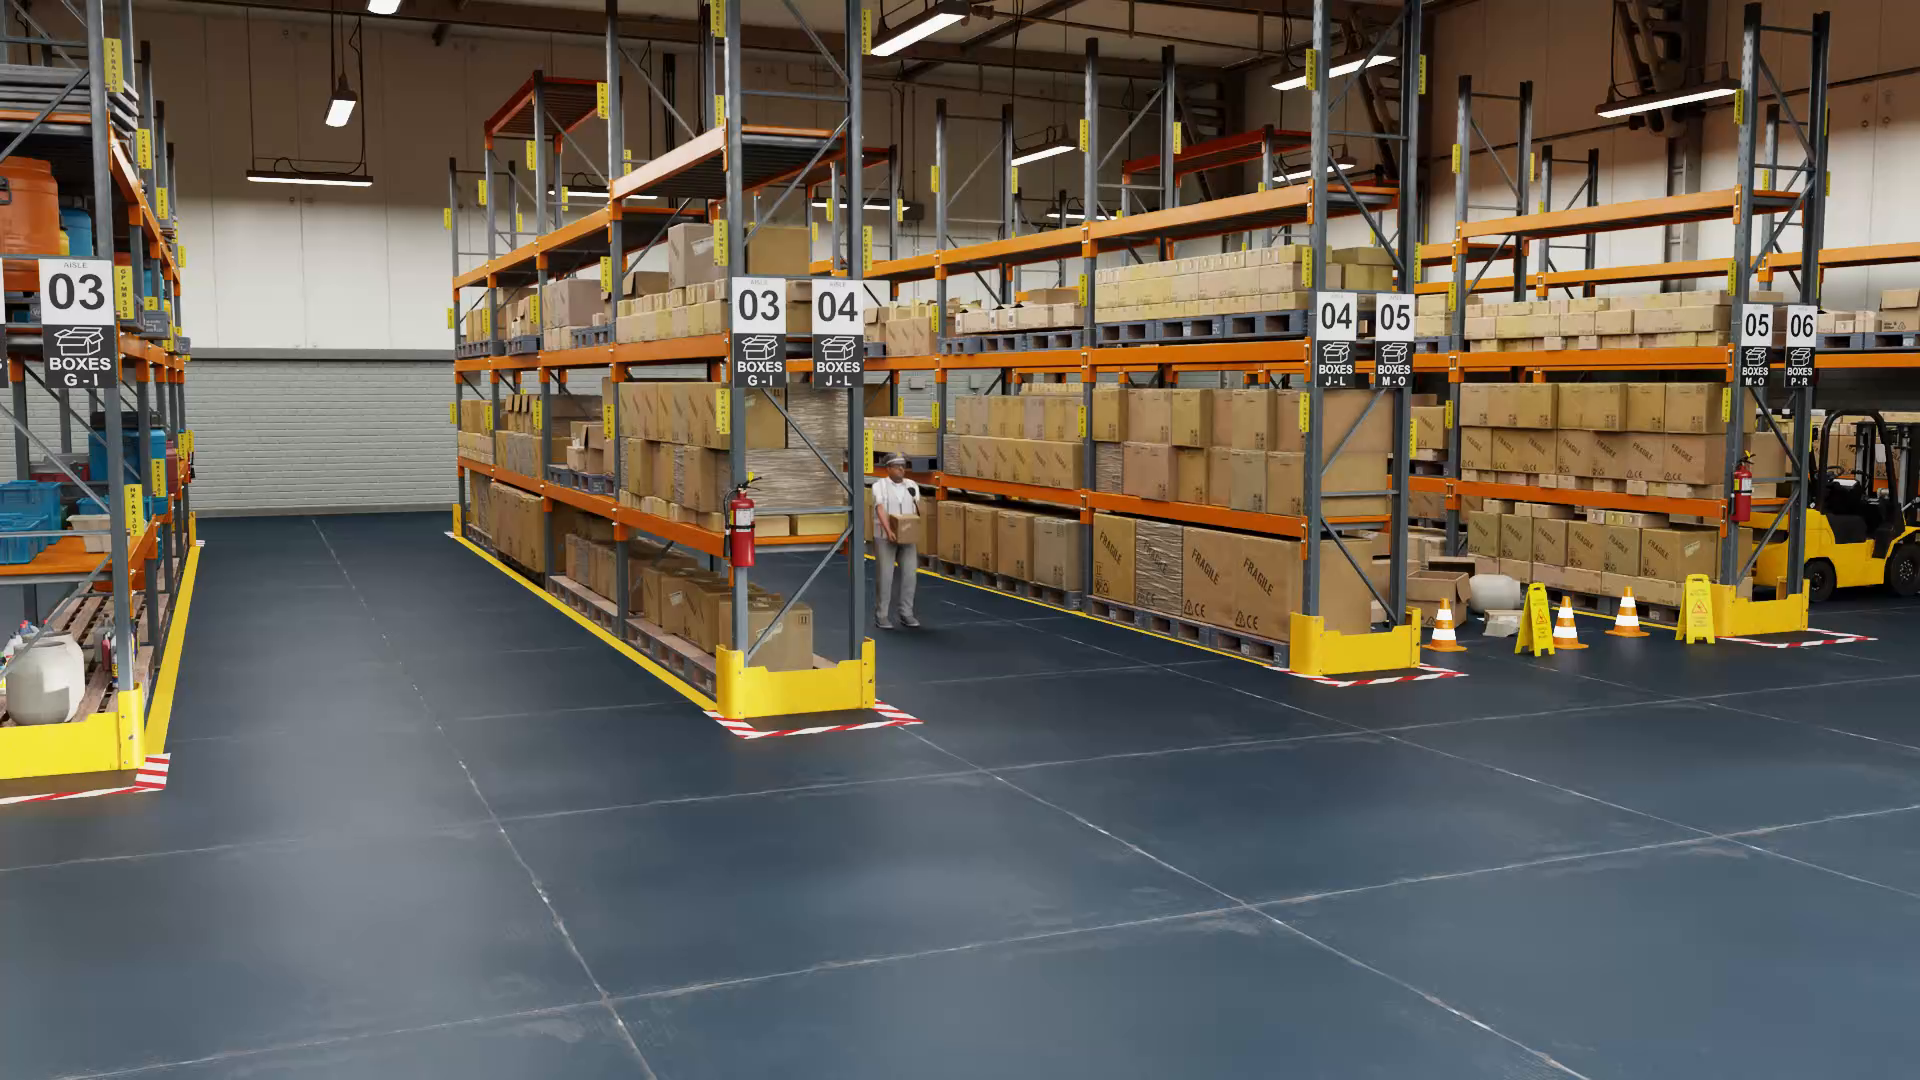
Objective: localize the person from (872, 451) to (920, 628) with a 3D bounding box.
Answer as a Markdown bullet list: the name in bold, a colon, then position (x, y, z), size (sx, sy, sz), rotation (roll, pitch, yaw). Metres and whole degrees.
- **person**: position (-0.608, -0.006, 16.703), size (0.493, 1.770, 0.558), rotation (-2, 6, -23)
